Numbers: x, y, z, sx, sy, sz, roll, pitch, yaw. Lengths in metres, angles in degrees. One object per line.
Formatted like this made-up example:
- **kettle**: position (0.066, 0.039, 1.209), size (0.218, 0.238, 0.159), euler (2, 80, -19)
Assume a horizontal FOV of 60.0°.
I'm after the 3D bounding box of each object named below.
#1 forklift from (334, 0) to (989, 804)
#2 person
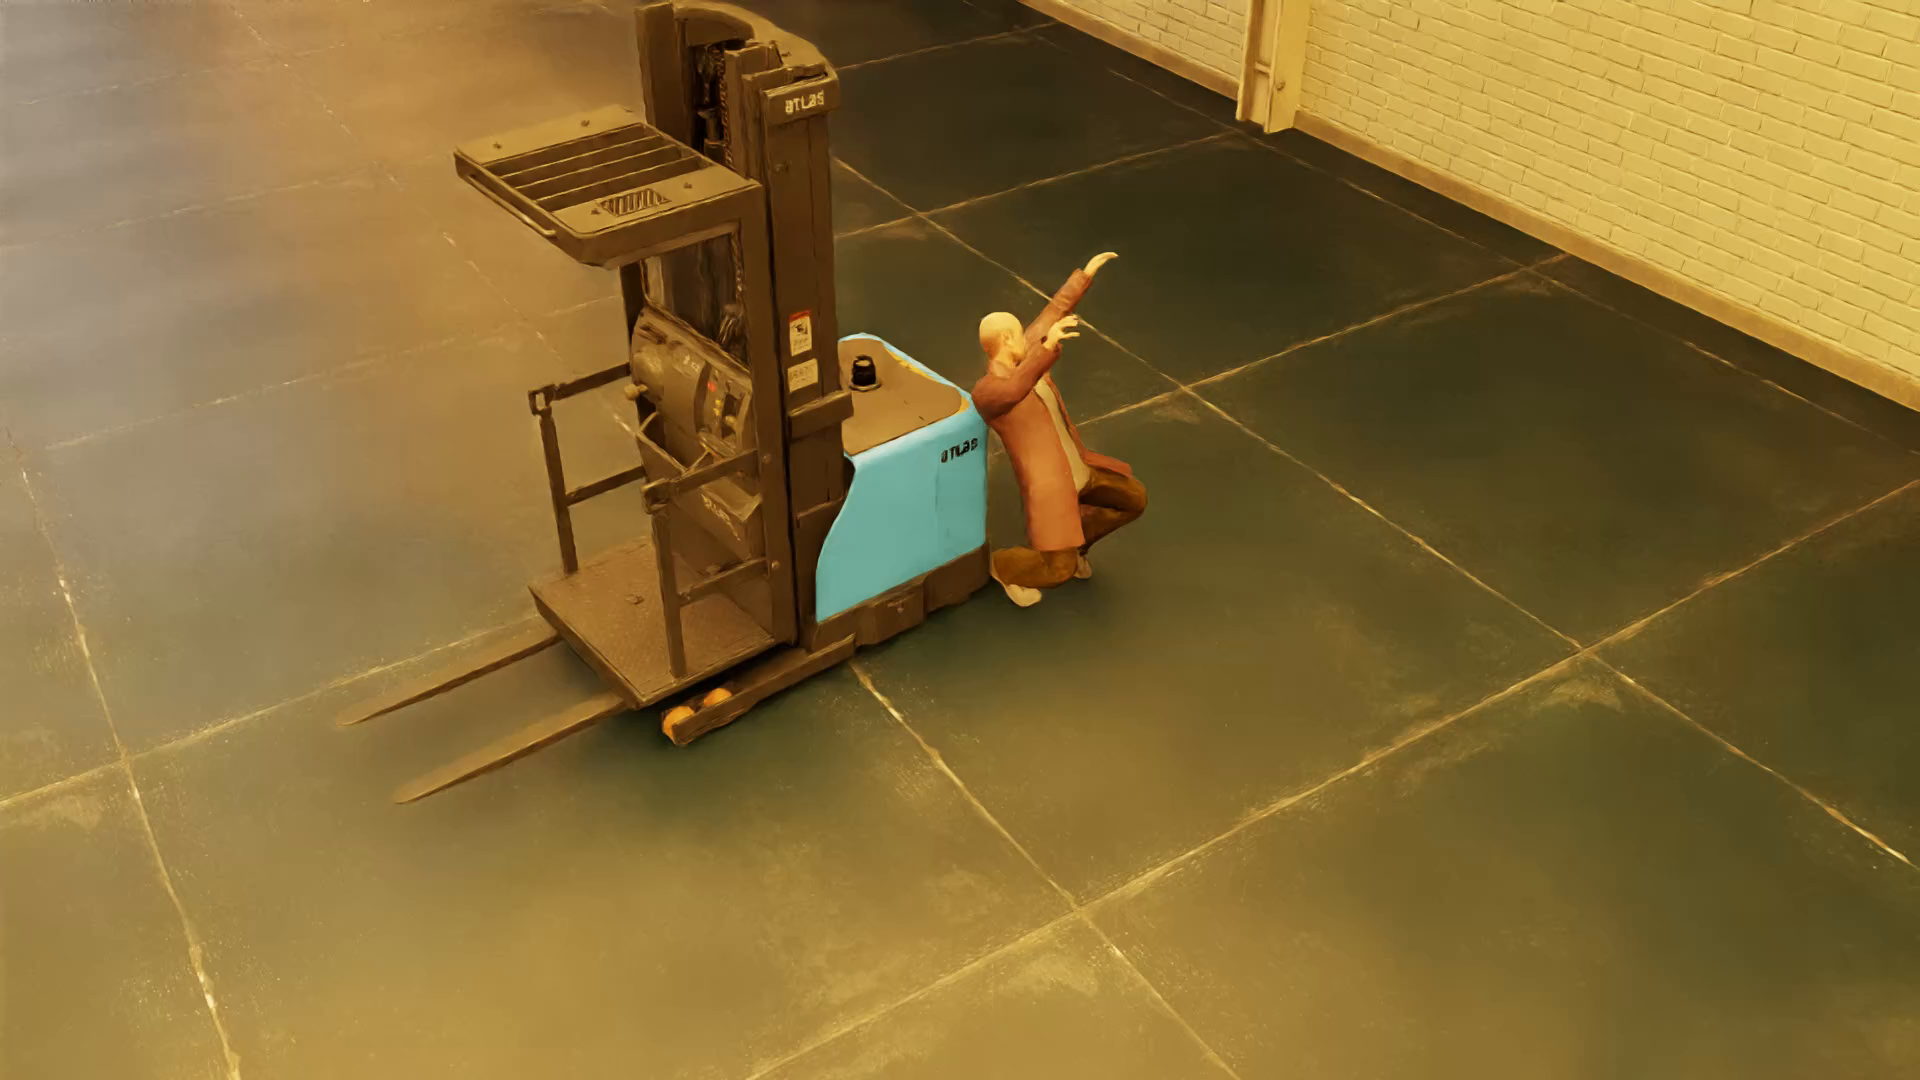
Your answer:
- **forklift**: position (-1.323, -0.635, 7.052), size (3.031, 2.935, 1.130), euler (-25, 42, -31)
- **person**: position (0.499, -0.482, 7.947), size (0.795, 1.710, 1.104), euler (19, 39, 25)
